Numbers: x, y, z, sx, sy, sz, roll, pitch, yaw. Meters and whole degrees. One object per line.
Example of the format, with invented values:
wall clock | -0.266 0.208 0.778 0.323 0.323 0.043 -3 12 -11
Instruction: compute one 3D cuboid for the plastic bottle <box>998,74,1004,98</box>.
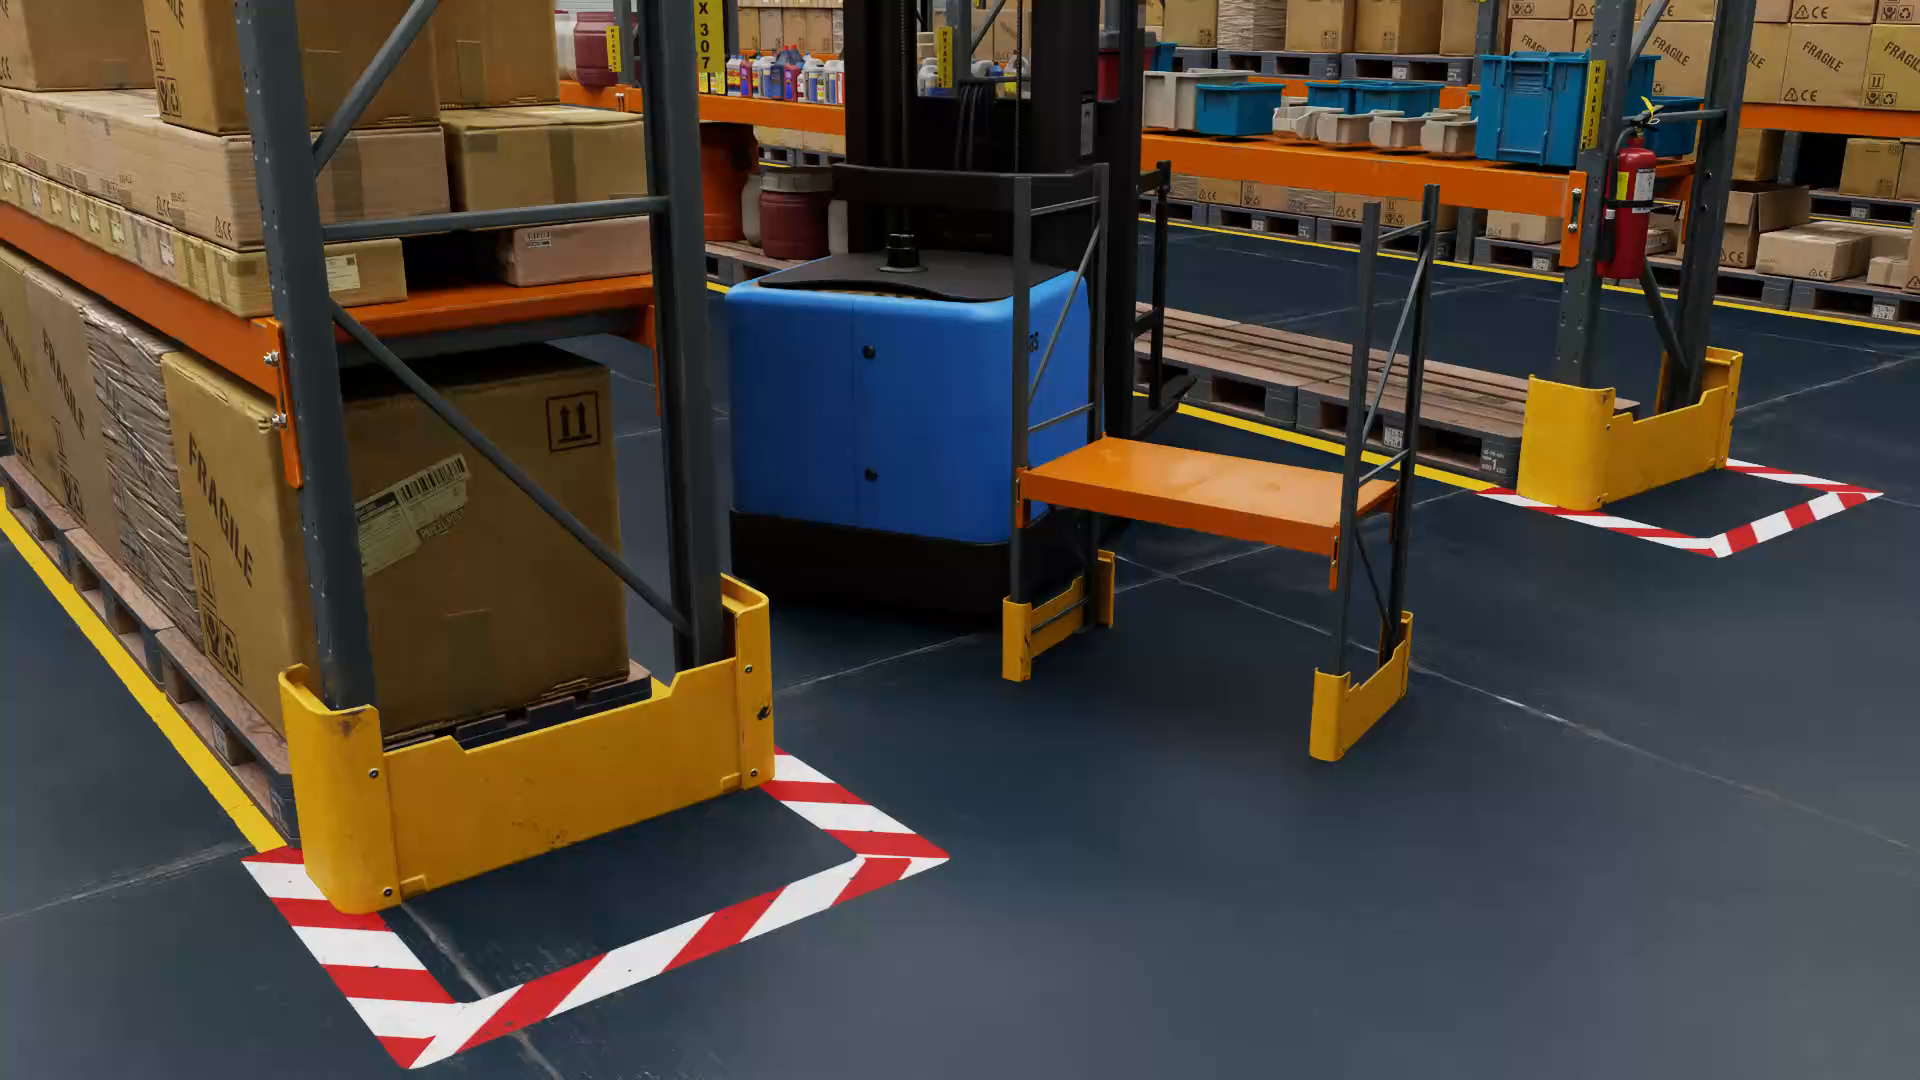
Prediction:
plastic bottle | 0.288 -2.813 10.403 0.097 0.201 0.097 0 18 0

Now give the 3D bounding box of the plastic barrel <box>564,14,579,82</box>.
plastic barrel | -2.939 -3.927 13.272 0.421 0.512 0.421 0 18 0

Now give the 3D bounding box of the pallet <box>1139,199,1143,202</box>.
pallet | 1.271 -3.514 16.640 1.003 0.211 1.213 -14 23 -36

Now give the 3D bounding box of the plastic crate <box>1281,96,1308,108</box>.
plastic crate | 1.667 -2.209 8.586 0.293 0.136 0.466 -14 23 -36

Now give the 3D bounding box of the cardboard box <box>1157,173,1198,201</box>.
cardboard box | 2.140 -3.354 14.997 0.500 0.500 0.500 -15 24 -38

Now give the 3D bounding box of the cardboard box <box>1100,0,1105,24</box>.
cardboard box | 1.995 -7.180 22.287 0.500 0.500 0.500 -15 23 -38

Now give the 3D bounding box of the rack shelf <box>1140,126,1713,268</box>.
rack shelf | 1.592 -1.842 8.298 1.077 0.370 4.000 -14 23 -36

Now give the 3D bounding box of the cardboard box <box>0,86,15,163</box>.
cardboard box | -3.141 -1.489 5.853 0.500 0.250 0.500 -14 23 -36

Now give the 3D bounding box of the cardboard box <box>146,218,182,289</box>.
cardboard box | -1.846 -0.754 4.268 0.380 0.149 0.250 -14 23 -36

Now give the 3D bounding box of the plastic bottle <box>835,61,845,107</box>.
plastic bottle | -0.688 -2.866 10.442 0.152 0.276 0.135 -14 23 -36

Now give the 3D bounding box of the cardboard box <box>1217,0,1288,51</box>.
cardboard box | 2.650 -4.479 14.289 0.700 0.500 0.500 -9 20 -26

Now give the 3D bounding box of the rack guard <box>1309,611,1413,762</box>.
rack guard | 1.148 0.405 4.742 0.087 0.250 0.587 12 22 32

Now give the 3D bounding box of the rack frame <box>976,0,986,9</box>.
rack frame | 0.666 -7.567 24.442 1.000 3.000 0.127 -14 23 -36

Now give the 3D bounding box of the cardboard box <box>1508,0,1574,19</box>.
cardboard box | 4.308 -3.993 11.900 0.500 0.500 0.500 -13 22 -35

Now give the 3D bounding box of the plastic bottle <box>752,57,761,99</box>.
plastic bottle | -1.350 -3.113 11.195 0.097 0.271 0.097 0 18 0

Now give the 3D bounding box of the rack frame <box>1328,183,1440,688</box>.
rack frame | 1.149 -0.188 4.545 0.032 1.500 0.500 12 22 32

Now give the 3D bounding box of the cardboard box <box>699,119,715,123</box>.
cardboard box | -3.057 -5.318 21.356 0.500 0.250 0.500 -14 23 -36

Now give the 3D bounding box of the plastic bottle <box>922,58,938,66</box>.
plastic bottle | -0.213 -3.034 10.951 0.152 0.276 0.135 -14 23 -36

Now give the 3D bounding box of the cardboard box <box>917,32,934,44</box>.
cardboard box | -0.392 -5.429 18.226 0.500 0.250 0.500 -12 22 -33

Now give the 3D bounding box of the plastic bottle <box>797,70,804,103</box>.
plastic bottle | -1.009 -2.944 10.797 0.097 0.201 0.097 0 18 0

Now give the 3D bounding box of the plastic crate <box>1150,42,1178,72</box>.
plastic crate | 0.908 -2.649 9.520 0.392 0.384 0.575 -14 23 -36

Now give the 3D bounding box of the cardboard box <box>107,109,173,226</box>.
cardboard box | -1.872 -0.987 4.336 0.500 0.250 0.500 -14 23 -37

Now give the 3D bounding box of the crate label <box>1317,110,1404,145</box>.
crate label | 1.825 -1.898 7.646 0.396 0.136 0.243 -14 23 -36

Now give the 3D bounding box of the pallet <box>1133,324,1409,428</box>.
pallet | 1.599 -0.878 8.678 1.003 0.211 1.213 -14 23 -36

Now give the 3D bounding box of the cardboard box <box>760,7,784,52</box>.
cardboard box | -1.972 -6.148 19.999 0.700 0.500 0.500 -13 22 -35

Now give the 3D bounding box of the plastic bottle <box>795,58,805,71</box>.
plastic bottle | -1.044 -3.022 10.921 0.097 0.271 0.097 0 18 0

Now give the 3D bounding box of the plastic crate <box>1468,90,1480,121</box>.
plastic crate | 2.530 -1.927 7.581 0.416 0.233 0.300 -14 23 -36

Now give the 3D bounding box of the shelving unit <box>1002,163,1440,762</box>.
shelving unit | 0.733 -0.275 4.806 1.083 1.500 0.587 12 22 32

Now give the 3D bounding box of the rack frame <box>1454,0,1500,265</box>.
rack frame | 4.236 -3.642 12.590 1.000 3.000 0.127 -14 23 -36

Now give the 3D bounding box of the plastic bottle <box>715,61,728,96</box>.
plastic bottle | -1.640 -3.224 11.513 0.061 0.283 0.133 -14 23 -36

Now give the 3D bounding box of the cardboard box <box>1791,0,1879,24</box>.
cardboard box | 5.587 -3.486 10.368 0.500 0.500 0.500 -13 22 -35

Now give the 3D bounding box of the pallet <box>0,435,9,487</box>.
pallet | -4.070 -0.561 7.722 1.003 0.211 1.213 -14 23 -36

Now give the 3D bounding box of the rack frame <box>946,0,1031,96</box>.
rack frame | 0.350 -2.676 9.673 1.000 3.000 0.127 -14 23 -36

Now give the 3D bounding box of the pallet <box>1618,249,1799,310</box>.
pallet | 5.423 -1.848 11.608 1.003 0.211 1.213 -14 23 -36

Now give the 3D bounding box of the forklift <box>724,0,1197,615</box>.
forklift | 0.243 -1.572 6.447 1.130 2.935 3.031 8 20 22

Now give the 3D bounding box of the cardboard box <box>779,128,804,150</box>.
cardboard box | -1.816 -4.825 19.867 0.500 0.250 0.500 -14 23 -36

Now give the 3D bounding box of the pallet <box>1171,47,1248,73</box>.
pallet | 2.228 -4.383 15.134 1.213 0.211 1.003 -14 23 -36

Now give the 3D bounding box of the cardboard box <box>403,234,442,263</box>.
cardboard box | -1.330 -0.883 4.656 0.380 0.149 0.250 -15 23 -37

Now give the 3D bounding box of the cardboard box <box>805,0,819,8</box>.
cardboard box | -1.549 -6.184 19.075 0.380 0.149 0.250 -14 23 -36

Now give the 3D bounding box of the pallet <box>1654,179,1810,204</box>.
pallet | 7.578 -3.462 16.480 1.003 0.211 1.213 -14 23 -36

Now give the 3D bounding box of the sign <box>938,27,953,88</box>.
sign | -0.082 -2.701 9.307 0.100 0.325 0.005 -14 23 -36

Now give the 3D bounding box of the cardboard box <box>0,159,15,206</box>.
cardboard box | -3.118 -1.259 5.791 0.380 0.149 0.250 -15 23 -38

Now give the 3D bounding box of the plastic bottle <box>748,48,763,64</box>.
plastic bottle | -1.548 -3.590 12.618 0.061 0.283 0.133 -14 23 -36

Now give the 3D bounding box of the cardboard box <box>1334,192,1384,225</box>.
cardboard box | 3.404 -2.853 13.485 0.500 0.500 0.500 -14 23 -36

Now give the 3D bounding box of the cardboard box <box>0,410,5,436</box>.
cardboard box | -3.945 -1.054 7.486 1.225 0.875 0.875 -14 23 -36

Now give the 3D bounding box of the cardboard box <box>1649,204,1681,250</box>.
cardboard box | 5.277 -2.305 12.128 0.500 0.311 0.500 -14 23 -36

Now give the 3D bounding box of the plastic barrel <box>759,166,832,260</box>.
plastic barrel | -1.115 -2.321 11.768 0.600 0.588 0.708 -14 23 -36

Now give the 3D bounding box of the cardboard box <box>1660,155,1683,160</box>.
cardboard box | 7.057 -4.142 16.851 0.750 0.750 0.750 -13 22 -34

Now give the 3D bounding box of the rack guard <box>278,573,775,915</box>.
rack guard | -1.034 0.469 4.152 1.175 0.500 0.348 -14 23 -36

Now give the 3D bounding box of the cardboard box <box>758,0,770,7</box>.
cardboard box | -2.187 -6.437 19.839 0.380 0.149 0.250 -14 23 -36

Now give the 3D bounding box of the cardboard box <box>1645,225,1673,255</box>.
cardboard box | 4.871 -2.149 11.888 0.380 0.166 0.250 -14 23 -36

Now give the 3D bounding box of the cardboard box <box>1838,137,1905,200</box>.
cardboard box | 8.500 -3.418 15.222 0.700 0.500 0.500 -14 23 -35

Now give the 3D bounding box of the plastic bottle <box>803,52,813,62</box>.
plastic bottle | -1.105 -3.400 12.062 0.097 0.271 0.097 0 18 0

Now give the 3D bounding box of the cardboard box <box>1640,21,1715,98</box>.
cardboard box | 4.968 -3.262 11.281 0.500 0.500 0.500 -14 23 -36

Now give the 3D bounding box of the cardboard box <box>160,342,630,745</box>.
cardboard box | -1.509 -0.057 4.474 0.875 0.875 0.875 -14 23 -36

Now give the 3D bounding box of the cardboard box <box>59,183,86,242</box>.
cardboard box | -2.477 -1.005 5.025 0.380 0.149 0.250 -13 23 -35

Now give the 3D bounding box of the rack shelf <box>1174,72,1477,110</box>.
rack shelf | 2.994 -3.793 14.191 1.077 0.370 4.000 -14 23 -36
